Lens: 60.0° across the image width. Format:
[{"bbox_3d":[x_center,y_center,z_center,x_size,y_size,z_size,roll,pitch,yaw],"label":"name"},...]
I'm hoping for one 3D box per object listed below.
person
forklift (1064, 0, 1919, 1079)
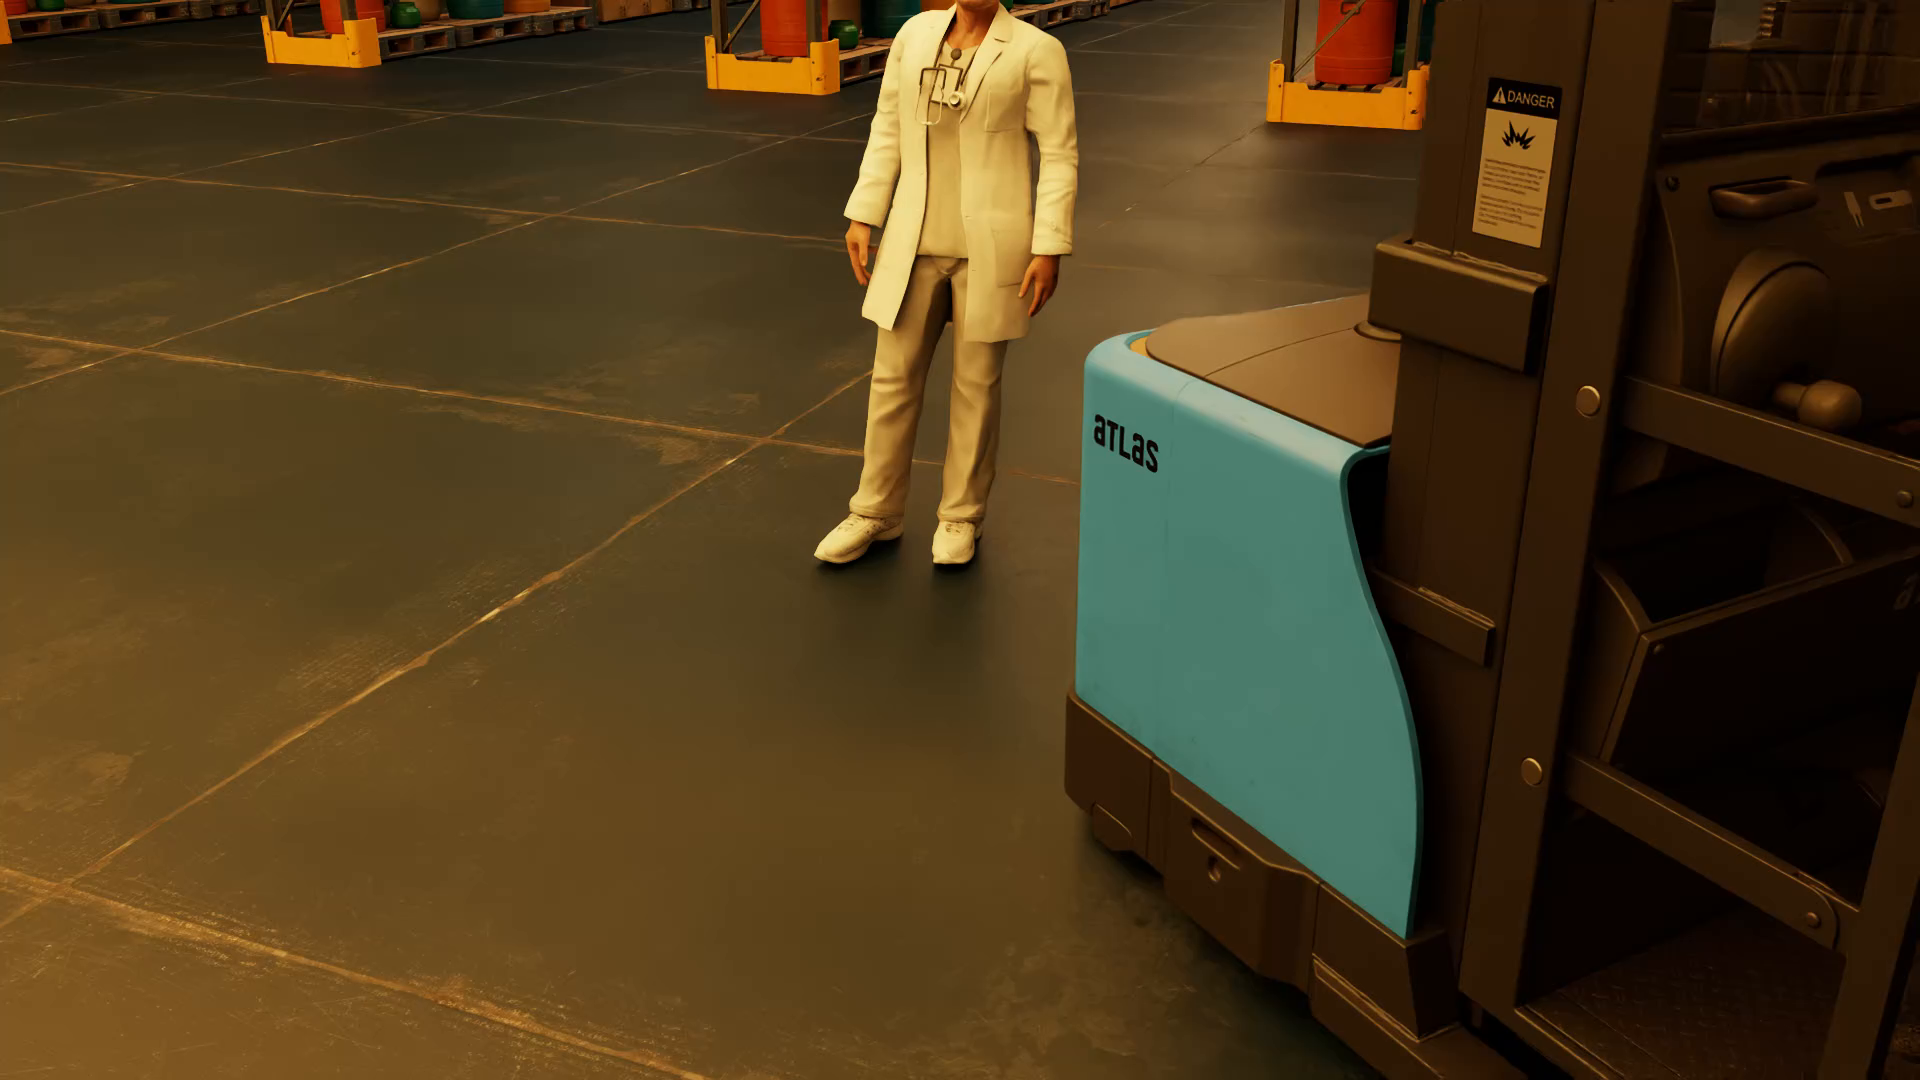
[{"bbox_3d":[-0.038,-0.794,4.671,0.696,1.777,0.578,9,24,21],"label":"person"},{"bbox_3d":[1.396,-0.356,2.145,1.130,2.935,3.031,-12,26,-27],"label":"forklift"}]
